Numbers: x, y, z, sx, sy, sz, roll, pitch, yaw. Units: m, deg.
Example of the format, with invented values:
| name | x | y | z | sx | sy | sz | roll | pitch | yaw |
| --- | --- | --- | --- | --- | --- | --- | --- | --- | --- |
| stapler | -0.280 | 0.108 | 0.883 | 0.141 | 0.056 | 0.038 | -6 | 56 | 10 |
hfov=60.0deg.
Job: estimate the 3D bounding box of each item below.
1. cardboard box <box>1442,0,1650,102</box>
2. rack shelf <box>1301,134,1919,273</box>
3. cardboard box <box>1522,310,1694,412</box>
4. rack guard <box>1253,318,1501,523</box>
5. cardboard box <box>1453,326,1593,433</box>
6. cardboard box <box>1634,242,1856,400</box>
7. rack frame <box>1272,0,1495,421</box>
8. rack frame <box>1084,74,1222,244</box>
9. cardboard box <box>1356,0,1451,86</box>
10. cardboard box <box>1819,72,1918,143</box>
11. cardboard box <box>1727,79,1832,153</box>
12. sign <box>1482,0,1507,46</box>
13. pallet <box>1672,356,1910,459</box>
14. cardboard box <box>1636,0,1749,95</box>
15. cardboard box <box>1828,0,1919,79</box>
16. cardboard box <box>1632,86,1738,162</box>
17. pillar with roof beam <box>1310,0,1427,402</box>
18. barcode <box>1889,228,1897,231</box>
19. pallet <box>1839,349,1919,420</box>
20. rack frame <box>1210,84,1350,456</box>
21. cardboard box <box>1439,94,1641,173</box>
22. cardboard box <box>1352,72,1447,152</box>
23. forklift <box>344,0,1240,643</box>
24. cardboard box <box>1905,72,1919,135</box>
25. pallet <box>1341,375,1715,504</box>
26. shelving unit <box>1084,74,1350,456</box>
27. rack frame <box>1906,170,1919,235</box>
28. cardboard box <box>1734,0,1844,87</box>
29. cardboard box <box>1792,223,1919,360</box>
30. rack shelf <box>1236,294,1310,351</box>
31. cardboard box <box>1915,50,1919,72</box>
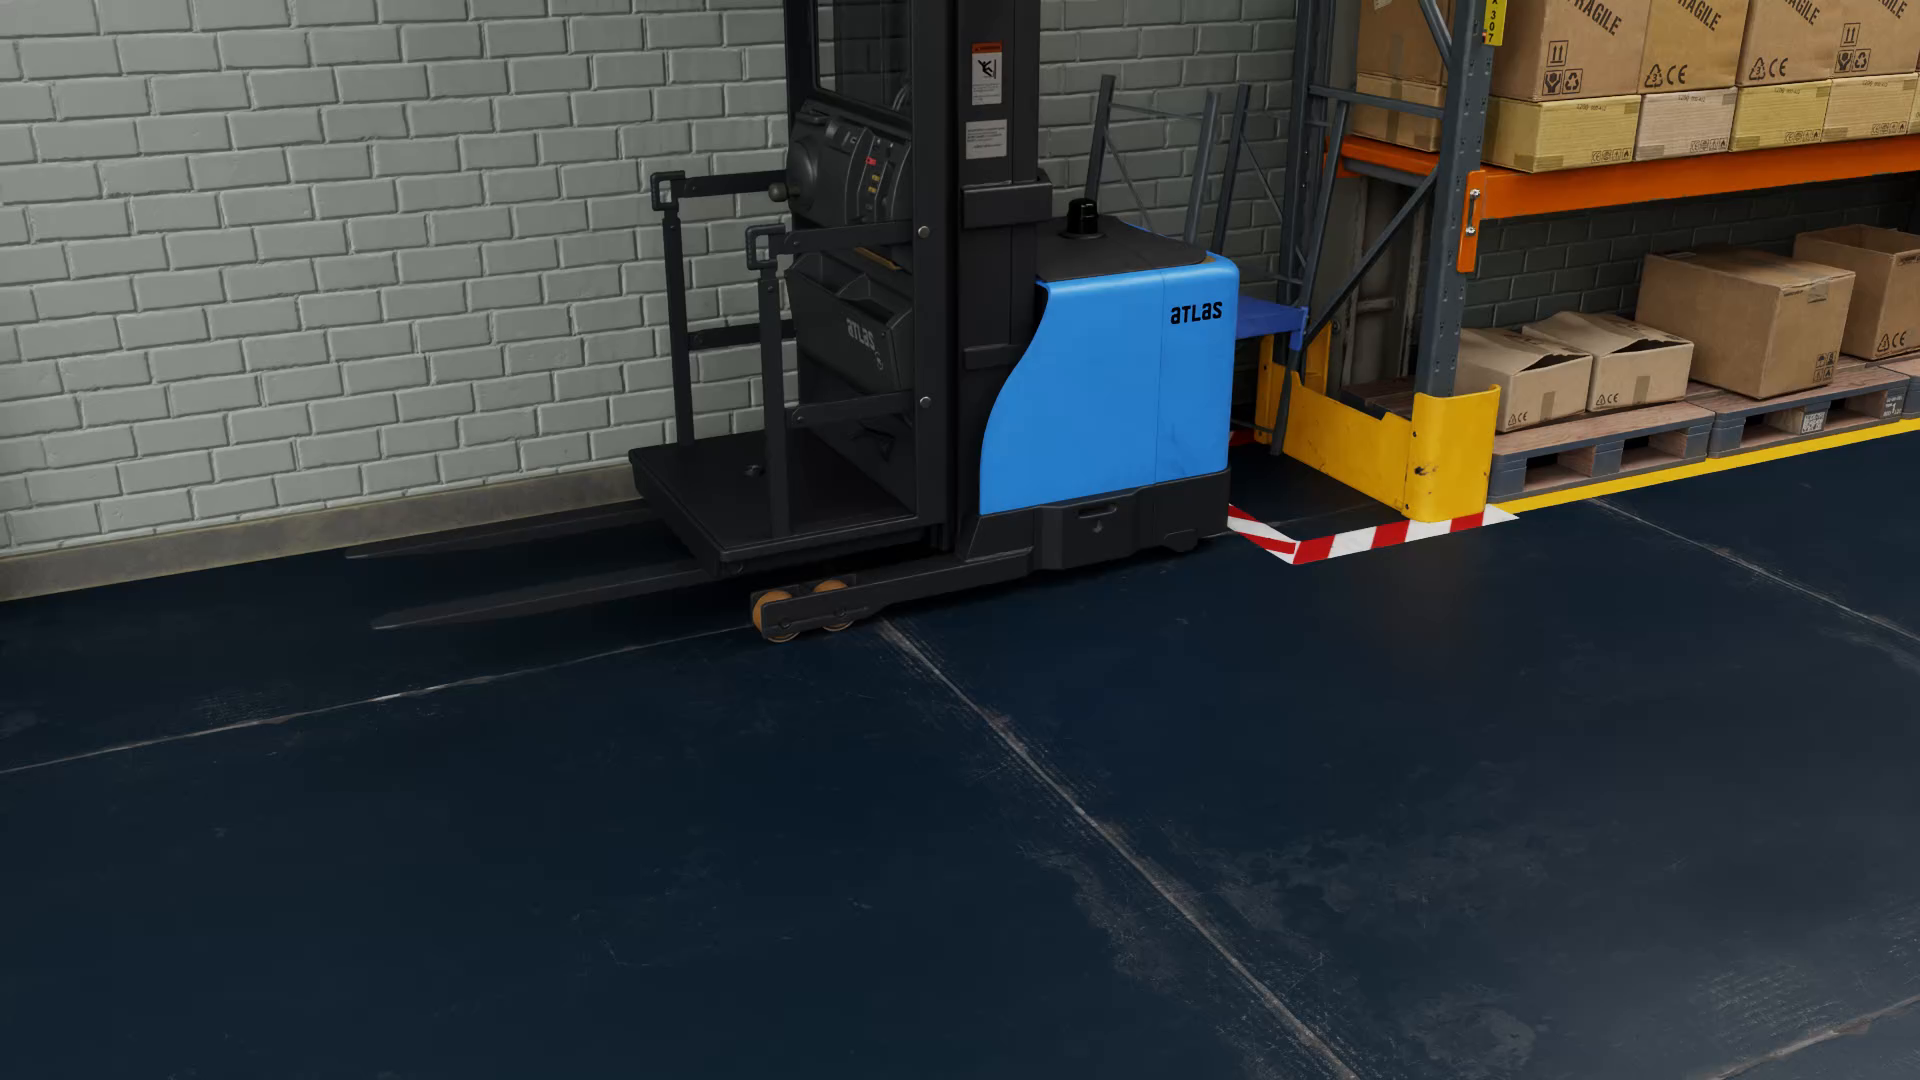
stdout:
| name | x | y | z | sx | sy | sz | roll | pitch | yaw |
| --- | --- | --- | --- | --- | --- | --- | --- | --- | --- |
| cardboard box | 2.172 | -1.923 | 6.163 | 0.500 | 0.500 | 0.500 | -10 | 25 | -24 |
| rack shelf | 3.414 | -1.660 | 7.280 | 4.000 | 0.370 | 1.077 | -10 | 25 | -24 |
| cardboard box | 2.788 | -0.800 | 7.202 | 0.500 | 0.311 | 0.500 | -8 | 24 | -19 |
| rack guard | 1.680 | -0.519 | 6.849 | 0.348 | 0.500 | 1.175 | -10 | 25 | -24 |
| cardboard box | 2.274 | -0.706 | 6.973 | 0.500 | 0.311 | 0.500 | -14 | 26 | -30 |
| cardboard box | 3.471 | -0.992 | 7.418 | 0.500 | 0.500 | 0.700 | -12 | 25 | -27 |
| rack frame | 1.612 | -1.661 | 6.341 | 0.127 | 3.000 | 1.000 | -10 | 25 | -24 |
| rack frame | 0.634 | -0.952 | 6.269 | 0.500 | 1.500 | 0.032 | 21 | 23 | 35 |
| cardboard box | 1.944 | -2.099 | 6.588 | 0.500 | 0.500 | 0.500 | -11 | 25 | -24 |
| cardboard box | 3.569 | -1.829 | 6.917 | 0.500 | 0.250 | 0.500 | -10 | 25 | -23 |
| cardboard box | 3.112 | -1.746 | 6.716 | 0.500 | 0.250 | 0.500 | -11 | 25 | -24 |
| sign | 1.847 | -1.874 | 5.723 | 0.005 | 0.325 | 0.100 | -10 | 25 | -24 |
| pallet | 3.525 | -0.709 | 7.686 | 1.213 | 0.211 | 1.003 | -10 | 25 | -24 |
| cardboard box | 2.622 | -2.002 | 6.353 | 0.500 | 0.500 | 0.500 | -10 | 25 | -23 |
| cardboard box | 3.550 | -2.175 | 6.771 | 0.500 | 0.500 | 0.500 | -10 | 24 | -22 |
| cardboard box | 2.651 | -1.663 | 6.517 | 0.500 | 0.250 | 0.500 | -11 | 25 | -25 |
| pillar with roof beam | 3.734 | -3.363 | 2.610 | 0.400 | 9.000 | 9.100 | -10 | 25 | -24 |
| barcode | 4.625 | -1.514 | 8.260 | 0.075 | 0.075 | 0.001 | -10 | 25 | -24 |
| pallet | 4.626 | -0.912 | 8.178 | 1.213 | 0.211 | 1.003 | -10 | 25 | -24 |
| rack frame | 1.273 | -1.128 | 7.041 | 0.500 | 1.500 | 0.032 | 21 | 23 | 35 |
| cardboard box | 2.189 | -1.572 | 6.297 | 0.500 | 0.250 | 0.500 | -11 | 25 | -25 |
| cardboard box | 1.949 | -1.745 | 6.714 | 0.500 | 0.250 | 0.500 | -10 | 25 | -23 |
| forklift | -0.559 | -1.249 | 5.436 | 3.031 | 2.935 | 1.130 | -11 | 25 | -24 |
| cardboard box | 4.022 | -1.913 | 7.119 | 0.500 | 0.250 | 0.500 | -11 | 25 | -24 |
| pallet | 2.427 | -0.508 | 7.201 | 1.213 | 0.211 | 1.003 | -10 | 25 | -24 |
| shelving unit | 0.953 | -1.040 | 6.655 | 0.538 | 1.500 | 1.048 | 21 | 23 | 35 |
| rack frame | 5.216 | -2.324 | 7.944 | 0.127 | 3.000 | 1.000 | -10 | 25 | -24 |
| cardboard box | 3.090 | -2.085 | 6.555 | 0.500 | 0.500 | 0.500 | -11 | 25 | -25 |
| cardboard box | 4.298 | -1.187 | 7.888 | 0.500 | 0.500 | 0.500 | -12 | 26 | -28 |
| rack shelf | 0.931 | -0.871 | 6.712 | 0.538 | 0.185 | 1.000 | 21 | 23 | 35 |
| cardboard box | 4.018 | -2.261 | 6.980 | 0.500 | 0.500 | 0.500 | -11 | 25 | -25 |
